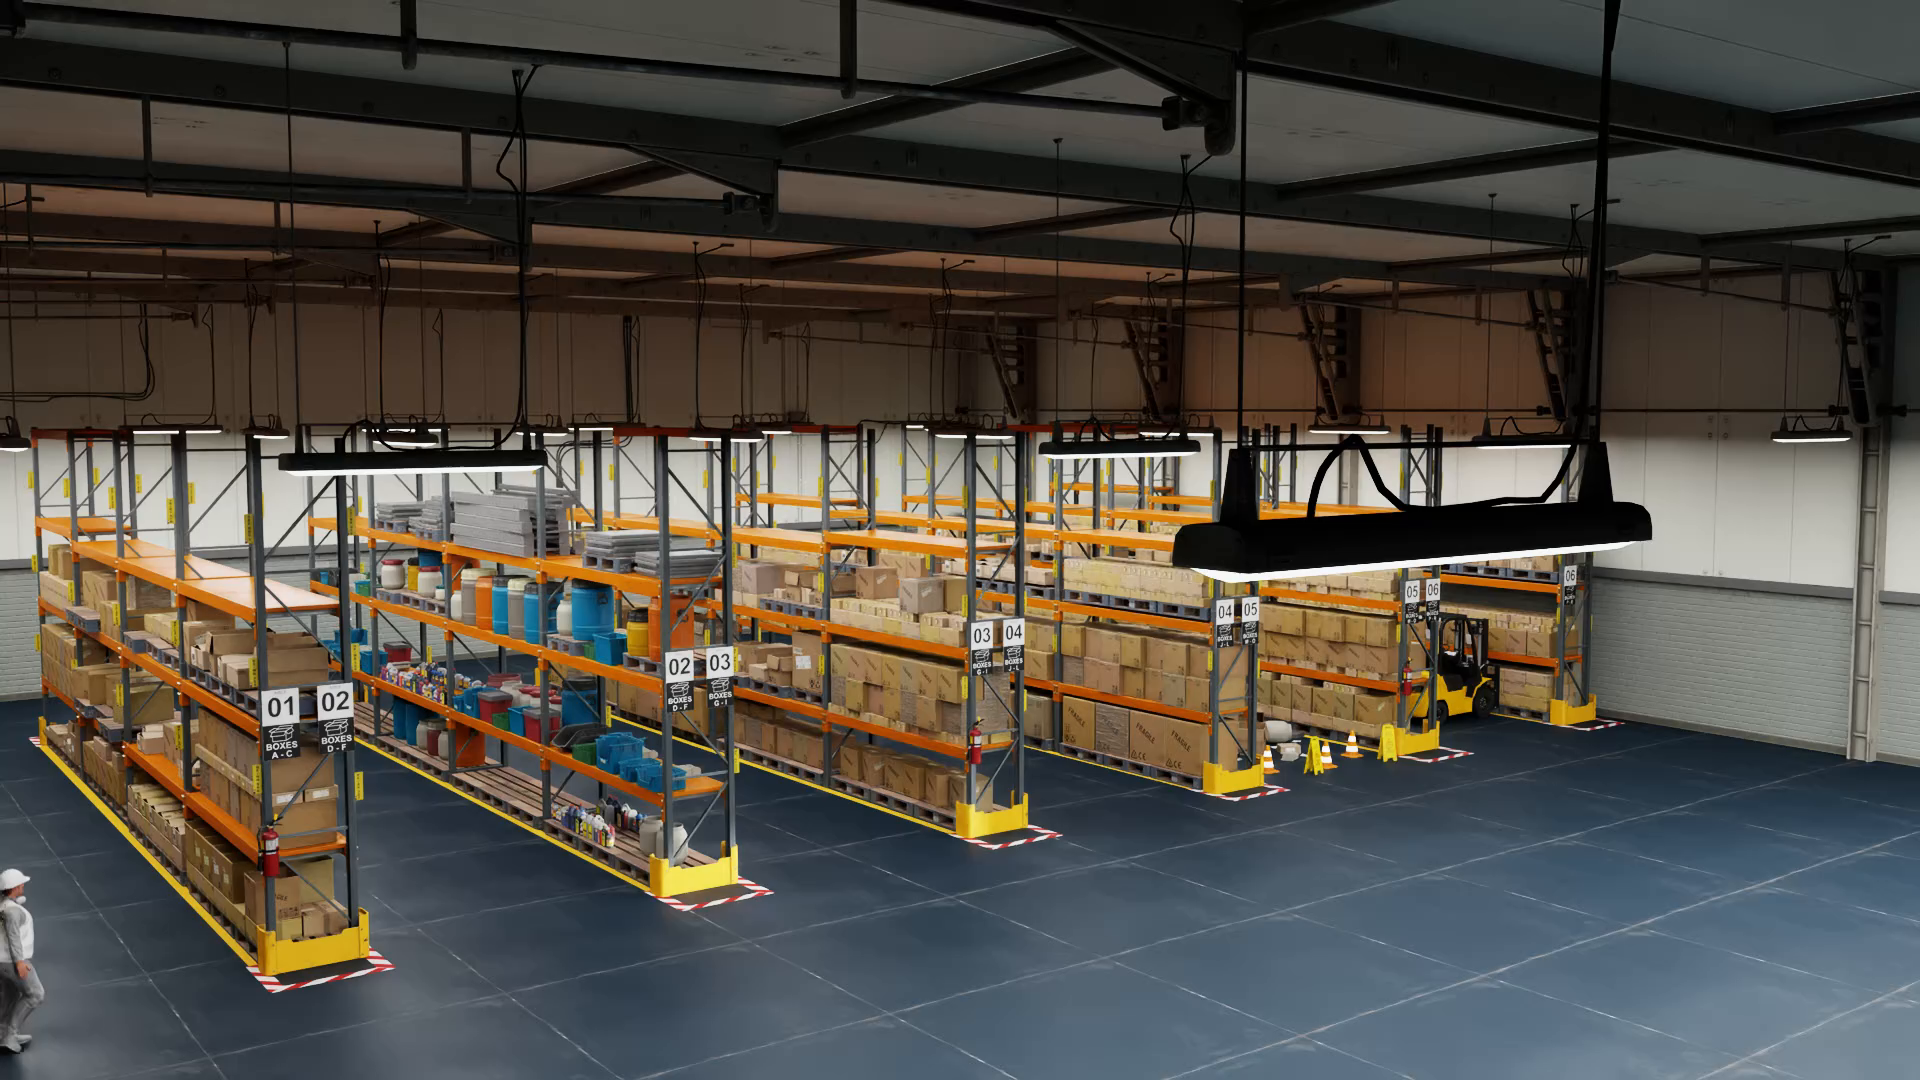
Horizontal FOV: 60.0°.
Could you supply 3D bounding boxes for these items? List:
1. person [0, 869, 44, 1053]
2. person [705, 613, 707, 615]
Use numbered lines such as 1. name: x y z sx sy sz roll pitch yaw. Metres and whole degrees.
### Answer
1. person: -9.347 4.139 16.465 0.428 1.781 0.562 -3 5 -35
2. person: -5.855 2.501 38.494 0.871 1.638 0.487 1 5 18
